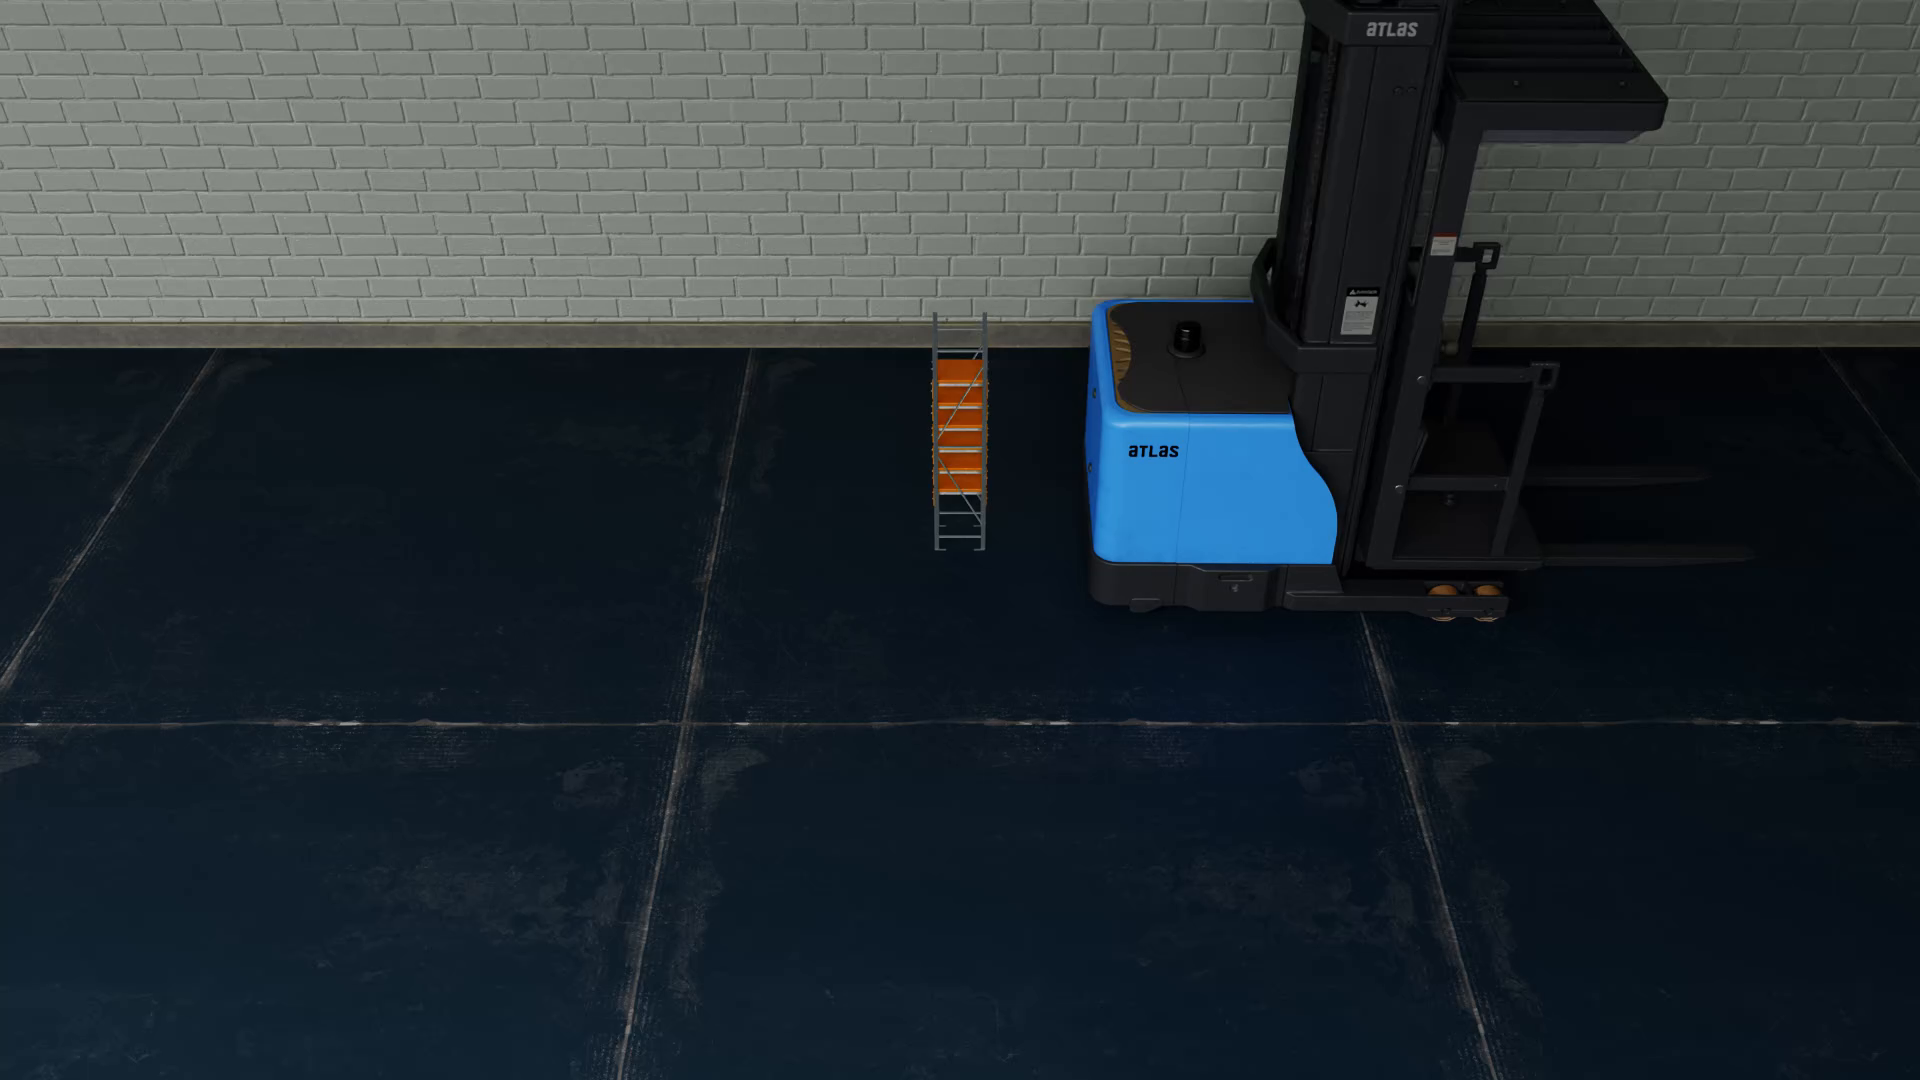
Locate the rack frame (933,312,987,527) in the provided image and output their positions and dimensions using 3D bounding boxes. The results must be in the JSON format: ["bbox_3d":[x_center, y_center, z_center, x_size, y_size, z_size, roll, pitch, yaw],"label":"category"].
[{"bbox_3d":[0.000,-0.534,7.703,0.240,1.200,0.006,0,39,0],"label":"rack frame"}]

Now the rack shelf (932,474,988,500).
[{"bbox_3d":[0.000,-0.255,7.809,0.258,0.103,0.180,0,39,0],"label":"rack shelf"}]

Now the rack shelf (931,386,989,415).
[{"bbox_3d":[0.000,-0.630,7.509,0.258,0.103,0.180,0,39,0],"label":"rack shelf"}]

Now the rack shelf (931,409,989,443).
[{"bbox_3d":[0.000,-0.536,7.584,0.258,0.103,0.180,0,39,0],"label":"rack shelf"}]

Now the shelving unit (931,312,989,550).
[{"bbox_3d":[0.000,-0.477,7.632,0.258,1.200,0.189,0,39,0],"label":"shelving unit"}]

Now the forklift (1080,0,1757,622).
[{"bbox_3d":[2.105,-1.111,7.038,3.031,2.935,1.130,0,39,0],"label":"forklift"}]

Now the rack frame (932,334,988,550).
[{"bbox_3d":[0.000,-0.420,7.560,0.240,1.200,0.006,0,39,0],"label":"rack frame"}]

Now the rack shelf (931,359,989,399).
[{"bbox_3d":[0.000,-0.724,7.434,0.258,0.103,0.180,0,39,0],"label":"rack shelf"}]

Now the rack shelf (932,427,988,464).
[{"bbox_3d":[0.000,-0.443,7.659,0.258,0.103,0.180,0,39,0],"label":"rack shelf"}]

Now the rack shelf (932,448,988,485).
[{"bbox_3d":[0.000,-0.349,7.734,0.258,0.103,0.180,0,39,0],"label":"rack shelf"}]
